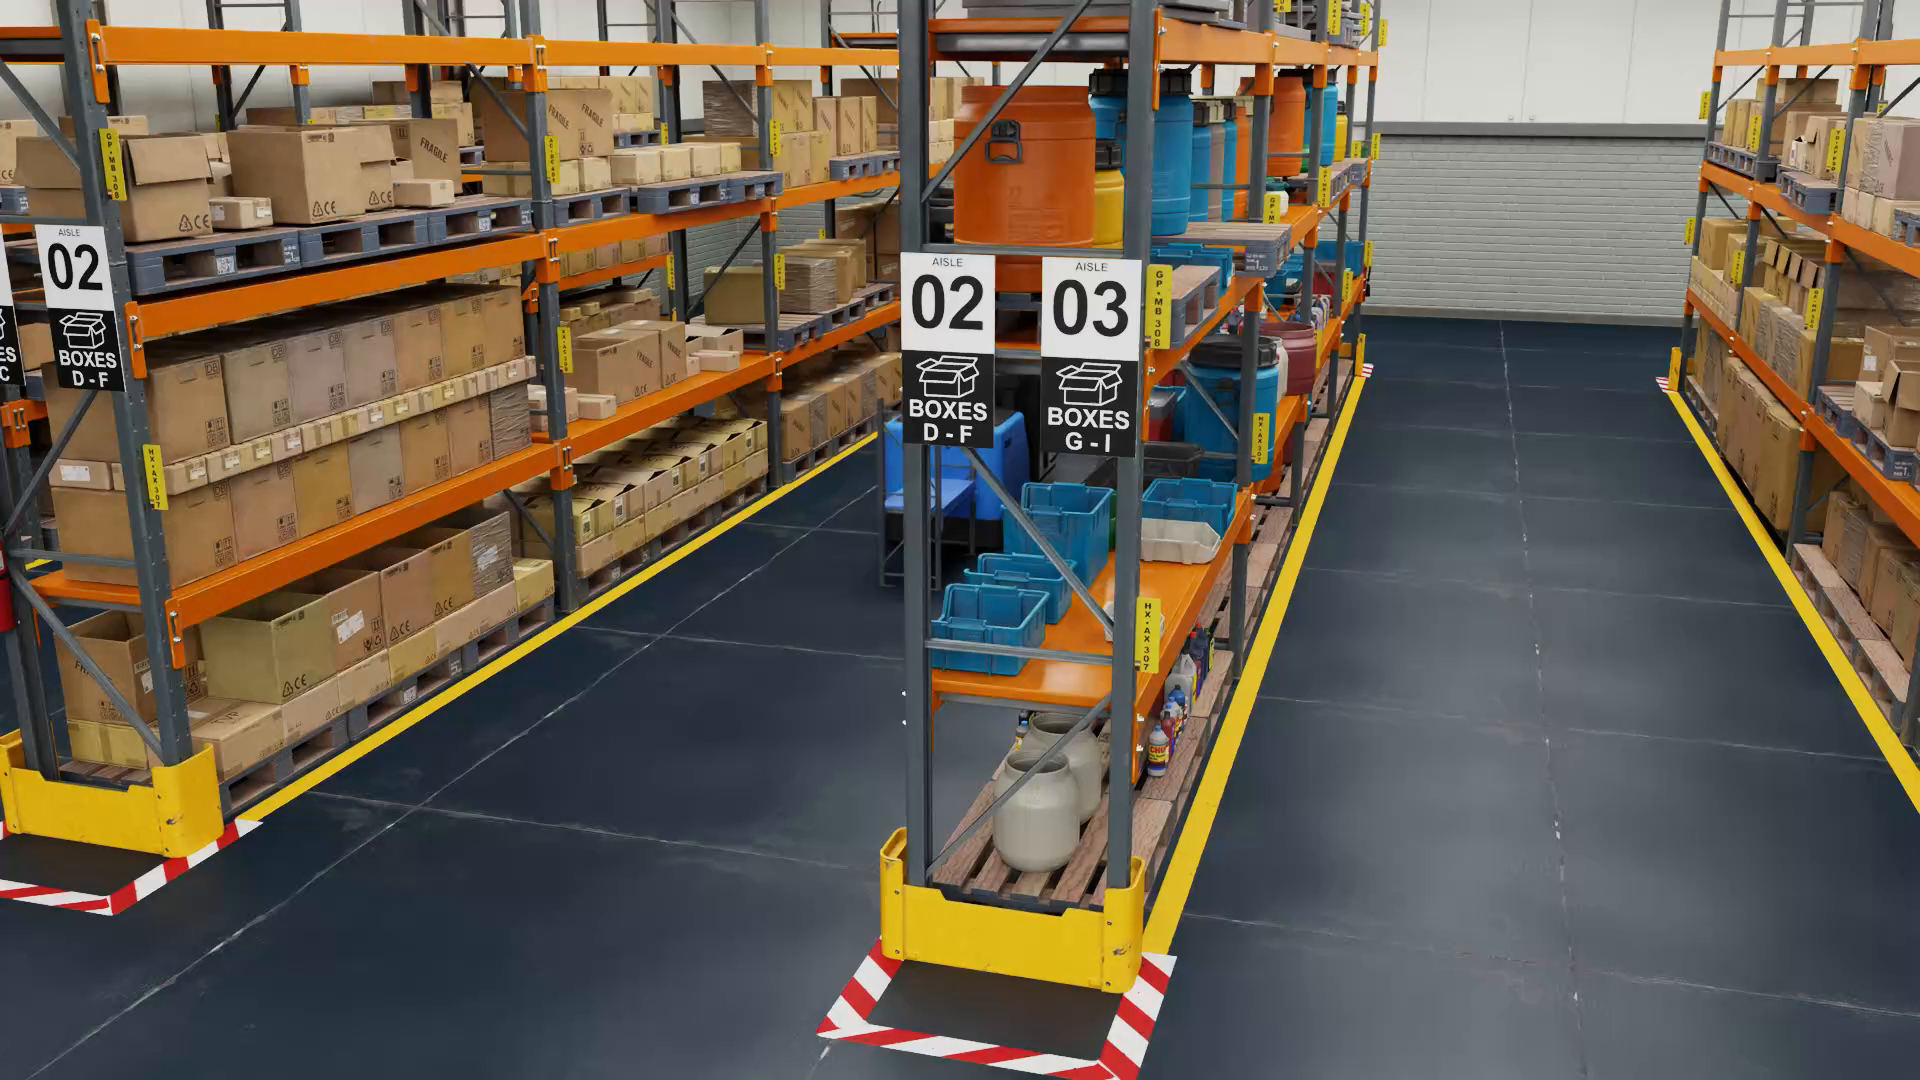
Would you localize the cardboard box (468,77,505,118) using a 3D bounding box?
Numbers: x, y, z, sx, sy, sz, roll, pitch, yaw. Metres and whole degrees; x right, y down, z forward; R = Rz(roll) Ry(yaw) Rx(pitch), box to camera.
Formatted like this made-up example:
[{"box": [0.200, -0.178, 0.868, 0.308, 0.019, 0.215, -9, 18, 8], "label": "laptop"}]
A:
[{"box": [-5.858, -5.604, 21.040, 0.500, 0.500, 0.500, 4, 16, 15], "label": "cardboard box"}]

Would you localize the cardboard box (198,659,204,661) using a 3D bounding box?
[{"box": [-4.353, 0.796, 10.294, 0.500, 0.250, 0.500, 5, 16, 16], "label": "cardboard box"}]

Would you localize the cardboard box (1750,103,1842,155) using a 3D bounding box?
[{"box": [8.579, -4.220, 17.076, 0.700, 0.500, 0.500, 4, 16, 13], "label": "cardboard box"}]

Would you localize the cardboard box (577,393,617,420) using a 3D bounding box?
[{"box": [-2.908, -1.040, 12.960, 0.380, 0.149, 0.250, 5, 16, 16], "label": "cardboard box"}]

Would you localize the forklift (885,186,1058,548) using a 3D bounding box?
[{"box": [0.246, -1.703, 14.963, 1.130, 2.935, 3.031, 4, 16, 15], "label": "forklift"}]

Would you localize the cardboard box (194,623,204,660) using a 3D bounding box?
[{"box": [-4.356, 0.435, 10.193, 0.500, 0.500, 0.500, 5, 16, 16], "label": "cardboard box"}]

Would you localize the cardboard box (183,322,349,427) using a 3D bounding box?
[{"box": [-4.046, -0.976, 9.712, 0.700, 0.500, 0.500, 5, 16, 16], "label": "cardboard box"}]

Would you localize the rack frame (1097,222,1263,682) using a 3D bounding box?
[{"box": [1.392, -0.560, 10.807, 1.000, 3.000, 0.127, 5, 16, 16], "label": "rack frame"}]

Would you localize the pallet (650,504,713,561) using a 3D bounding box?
[{"box": [-2.839, -0.120, 14.364, 1.003, 0.211, 1.213, 5, 16, 16], "label": "pallet"}]

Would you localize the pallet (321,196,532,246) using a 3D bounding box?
[{"box": [-3.574, -2.120, 10.973, 1.003, 0.211, 1.213, 5, 16, 16], "label": "pallet"}]

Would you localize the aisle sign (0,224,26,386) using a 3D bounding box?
[{"box": [-4.793, -1.155, 8.140, 0.394, 0.787, 0.004, 5, 16, 16], "label": "aisle sign"}]

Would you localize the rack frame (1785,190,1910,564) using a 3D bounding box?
[{"box": [7.278, -1.222, 13.142, 1.000, 3.000, 0.127, 5, 16, 16], "label": "rack frame"}]

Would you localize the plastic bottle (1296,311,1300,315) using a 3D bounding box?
[{"box": [3.453, -2.205, 16.842, 0.097, 0.271, 0.097, 0, 16, 0], "label": "plastic bottle"}]

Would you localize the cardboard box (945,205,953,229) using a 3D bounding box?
[{"box": [-0.386, -3.938, 20.701, 0.500, 0.500, 0.500, 4, 16, 14], "label": "cardboard box"}]

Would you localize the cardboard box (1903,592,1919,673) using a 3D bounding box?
[{"box": [6.336, 0.656, 10.294, 0.700, 0.500, 0.500, 3, 16, 12], "label": "cardboard box"}]

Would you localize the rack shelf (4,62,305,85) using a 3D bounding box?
[{"box": [-7.538, -4.199, 14.694, 1.077, 0.370, 4.000, 5, 16, 16], "label": "rack shelf"}]

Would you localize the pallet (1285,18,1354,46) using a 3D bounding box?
[{"box": [2.763, -4.396, 14.415, 1.213, 0.211, 1.003, 5, 16, 16], "label": "pallet"}]

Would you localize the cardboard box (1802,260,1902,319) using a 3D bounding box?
[{"box": [7.689, -2.113, 14.262, 0.797, 0.503, 0.637, 5, 17, 17], "label": "cardboard box"}]

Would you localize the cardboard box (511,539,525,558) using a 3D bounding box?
[{"box": [-3.516, 0.045, 12.944, 0.500, 0.250, 0.500, 4, 16, 15], "label": "cardboard box"}]

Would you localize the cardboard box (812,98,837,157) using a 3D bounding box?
[{"box": [-1.673, -4.304, 17.374, 0.600, 0.600, 0.600, 4, 16, 14], "label": "cardboard box"}]

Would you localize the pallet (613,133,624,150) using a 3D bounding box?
[{"box": [-5.242, -5.353, 22.371, 1.003, 0.211, 1.213, 5, 16, 16], "label": "pallet"}]

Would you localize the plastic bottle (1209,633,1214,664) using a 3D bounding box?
[{"box": [1.588, 0.694, 10.709, 0.097, 0.201, 0.097, 0, 16, 0], "label": "plastic bottle"}]

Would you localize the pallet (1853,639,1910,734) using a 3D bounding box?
[{"box": [6.361, 0.962, 10.552, 1.003, 0.211, 1.213, 5, 16, 16], "label": "pallet"}]

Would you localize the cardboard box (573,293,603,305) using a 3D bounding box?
[{"box": [-5.242, -3.372, 23.343, 0.380, 0.149, 0.250, 5, 17, 17], "label": "cardboard box"}]

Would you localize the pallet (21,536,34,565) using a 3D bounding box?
[{"box": [-8.264, 0.192, 13.267, 1.003, 0.211, 1.213, 5, 16, 16], "label": "pallet"}]

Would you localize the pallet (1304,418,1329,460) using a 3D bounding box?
[{"box": [3.406, -1.113, 17.866, 1.003, 0.211, 1.213, 5, 16, 16], "label": "pallet"}]

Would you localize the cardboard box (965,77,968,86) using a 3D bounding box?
[{"box": [-0.299, -5.797, 21.757, 0.700, 0.500, 0.500, 5, 16, 16], "label": "cardboard box"}]

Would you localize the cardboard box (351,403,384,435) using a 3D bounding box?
[{"box": [-3.737, -0.747, 10.093, 0.380, 0.149, 0.250, 5, 17, 16], "label": "cardboard box"}]

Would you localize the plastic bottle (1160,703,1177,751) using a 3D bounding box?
[{"box": [1.167, 1.048, 9.333, 0.097, 0.271, 0.097, 0, 16, 0], "label": "plastic bottle"}]

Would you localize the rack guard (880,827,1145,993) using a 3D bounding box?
[{"box": [0.232, 1.666, 7.541, 1.175, 0.500, 0.348, 5, 16, 16], "label": "rack guard"}]

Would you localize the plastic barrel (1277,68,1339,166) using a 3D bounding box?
[{"box": [3.327, -4.081, 16.035, 0.600, 0.901, 0.708, 5, 16, 16], "label": "plastic barrel"}]

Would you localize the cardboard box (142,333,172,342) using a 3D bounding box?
[{"box": [-7.606, -2.039, 15.031, 0.700, 0.500, 0.500, 7, 17, 24], "label": "cardboard box"}]

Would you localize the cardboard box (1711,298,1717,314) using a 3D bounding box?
[{"box": [8.552, -2.589, 18.422, 0.380, 0.149, 0.250, 4, 16, 15], "label": "cardboard box"}]

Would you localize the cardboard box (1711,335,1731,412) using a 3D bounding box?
[{"box": [8.934, -1.851, 18.481, 0.875, 0.875, 0.875, 5, 16, 16], "label": "cardboard box"}]

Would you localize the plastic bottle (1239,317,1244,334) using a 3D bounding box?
[{"box": [2.750, -2.026, 16.187, 0.061, 0.283, 0.133, 5, 16, 16], "label": "plastic bottle"}]

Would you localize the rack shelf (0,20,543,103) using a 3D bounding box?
[{"box": [-3.924, -2.770, 9.654, 1.077, 0.370, 4.000, 5, 16, 16], "label": "rack shelf"}]

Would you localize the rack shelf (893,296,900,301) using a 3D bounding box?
[{"box": [-0.514, -3.215, 21.486, 1.077, 0.370, 4.000, 5, 16, 16], "label": "rack shelf"}]

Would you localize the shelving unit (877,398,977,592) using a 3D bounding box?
[{"box": [-0.251, -0.475, 13.255, 0.538, 1.500, 1.048, 4, 16, 15], "label": "shelving unit"}]

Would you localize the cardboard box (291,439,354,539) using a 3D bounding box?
[{"box": [-4.057, -0.335, 9.830, 0.700, 0.500, 0.500, 5, 17, 16], "label": "cardboard box"}]

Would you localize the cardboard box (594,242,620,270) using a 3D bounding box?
[{"box": [-5.253, -4.088, 22.695, 0.980, 0.700, 0.700, 4, 16, 13], "label": "cardboard box"}]

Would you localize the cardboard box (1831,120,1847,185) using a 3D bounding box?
[{"box": [7.382, -3.082, 13.244, 0.797, 0.503, 0.637, 6, 17, 19], "label": "cardboard box"}]

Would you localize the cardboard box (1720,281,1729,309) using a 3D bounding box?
[{"box": [8.433, -2.611, 17.769, 0.500, 0.250, 0.500, 5, 17, 18], "label": "cardboard box"}]

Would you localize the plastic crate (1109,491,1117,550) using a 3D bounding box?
[{"box": [0.736, -0.125, 9.661, 0.450, 0.188, 0.662, 5, 16, 16], "label": "plastic crate"}]

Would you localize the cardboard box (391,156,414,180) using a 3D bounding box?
[{"box": [-3.905, -2.362, 10.800, 0.500, 0.311, 0.500, 4, 16, 13], "label": "cardboard box"}]

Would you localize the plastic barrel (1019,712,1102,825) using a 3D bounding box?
[{"box": [0.512, 1.172, 8.490, 0.421, 0.512, 0.421, 0, 16, 0], "label": "plastic barrel"}]

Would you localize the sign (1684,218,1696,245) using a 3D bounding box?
[{"box": [9.021, -3.815, 20.550, 0.100, 0.325, 0.005, 5, 16, 16], "label": "sign"}]

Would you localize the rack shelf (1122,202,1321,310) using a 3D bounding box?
[{"box": [1.960, -2.180, 12.340, 1.077, 0.370, 4.000, 5, 16, 16], "label": "rack shelf"}]

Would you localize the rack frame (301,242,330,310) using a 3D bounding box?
[{"box": [-6.970, -2.375, 17.205, 1.000, 3.000, 0.127, 5, 16, 16], "label": "rack frame"}]

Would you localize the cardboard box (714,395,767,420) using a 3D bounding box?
[{"box": [-2.179, -1.264, 17.062, 0.500, 0.500, 0.500, 5, 17, 18], "label": "cardboard box"}]

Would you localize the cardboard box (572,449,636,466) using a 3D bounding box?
[{"box": [-3.084, -0.620, 14.262, 0.500, 0.311, 0.500, 4, 16, 15], "label": "cardboard box"}]

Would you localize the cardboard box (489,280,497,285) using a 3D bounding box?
[{"box": [-5.824, -3.068, 20.071, 0.380, 0.149, 0.250, 5, 17, 18], "label": "cardboard box"}]

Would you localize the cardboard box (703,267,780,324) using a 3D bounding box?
[{"box": [-2.148, -2.415, 16.395, 0.700, 0.500, 0.500, -1, 16, -3], "label": "cardboard box"}]

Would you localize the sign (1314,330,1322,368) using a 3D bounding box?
[{"box": [3.058, -1.644, 14.330, 0.100, 0.325, 0.005, 5, 16, 16], "label": "sign"}]
